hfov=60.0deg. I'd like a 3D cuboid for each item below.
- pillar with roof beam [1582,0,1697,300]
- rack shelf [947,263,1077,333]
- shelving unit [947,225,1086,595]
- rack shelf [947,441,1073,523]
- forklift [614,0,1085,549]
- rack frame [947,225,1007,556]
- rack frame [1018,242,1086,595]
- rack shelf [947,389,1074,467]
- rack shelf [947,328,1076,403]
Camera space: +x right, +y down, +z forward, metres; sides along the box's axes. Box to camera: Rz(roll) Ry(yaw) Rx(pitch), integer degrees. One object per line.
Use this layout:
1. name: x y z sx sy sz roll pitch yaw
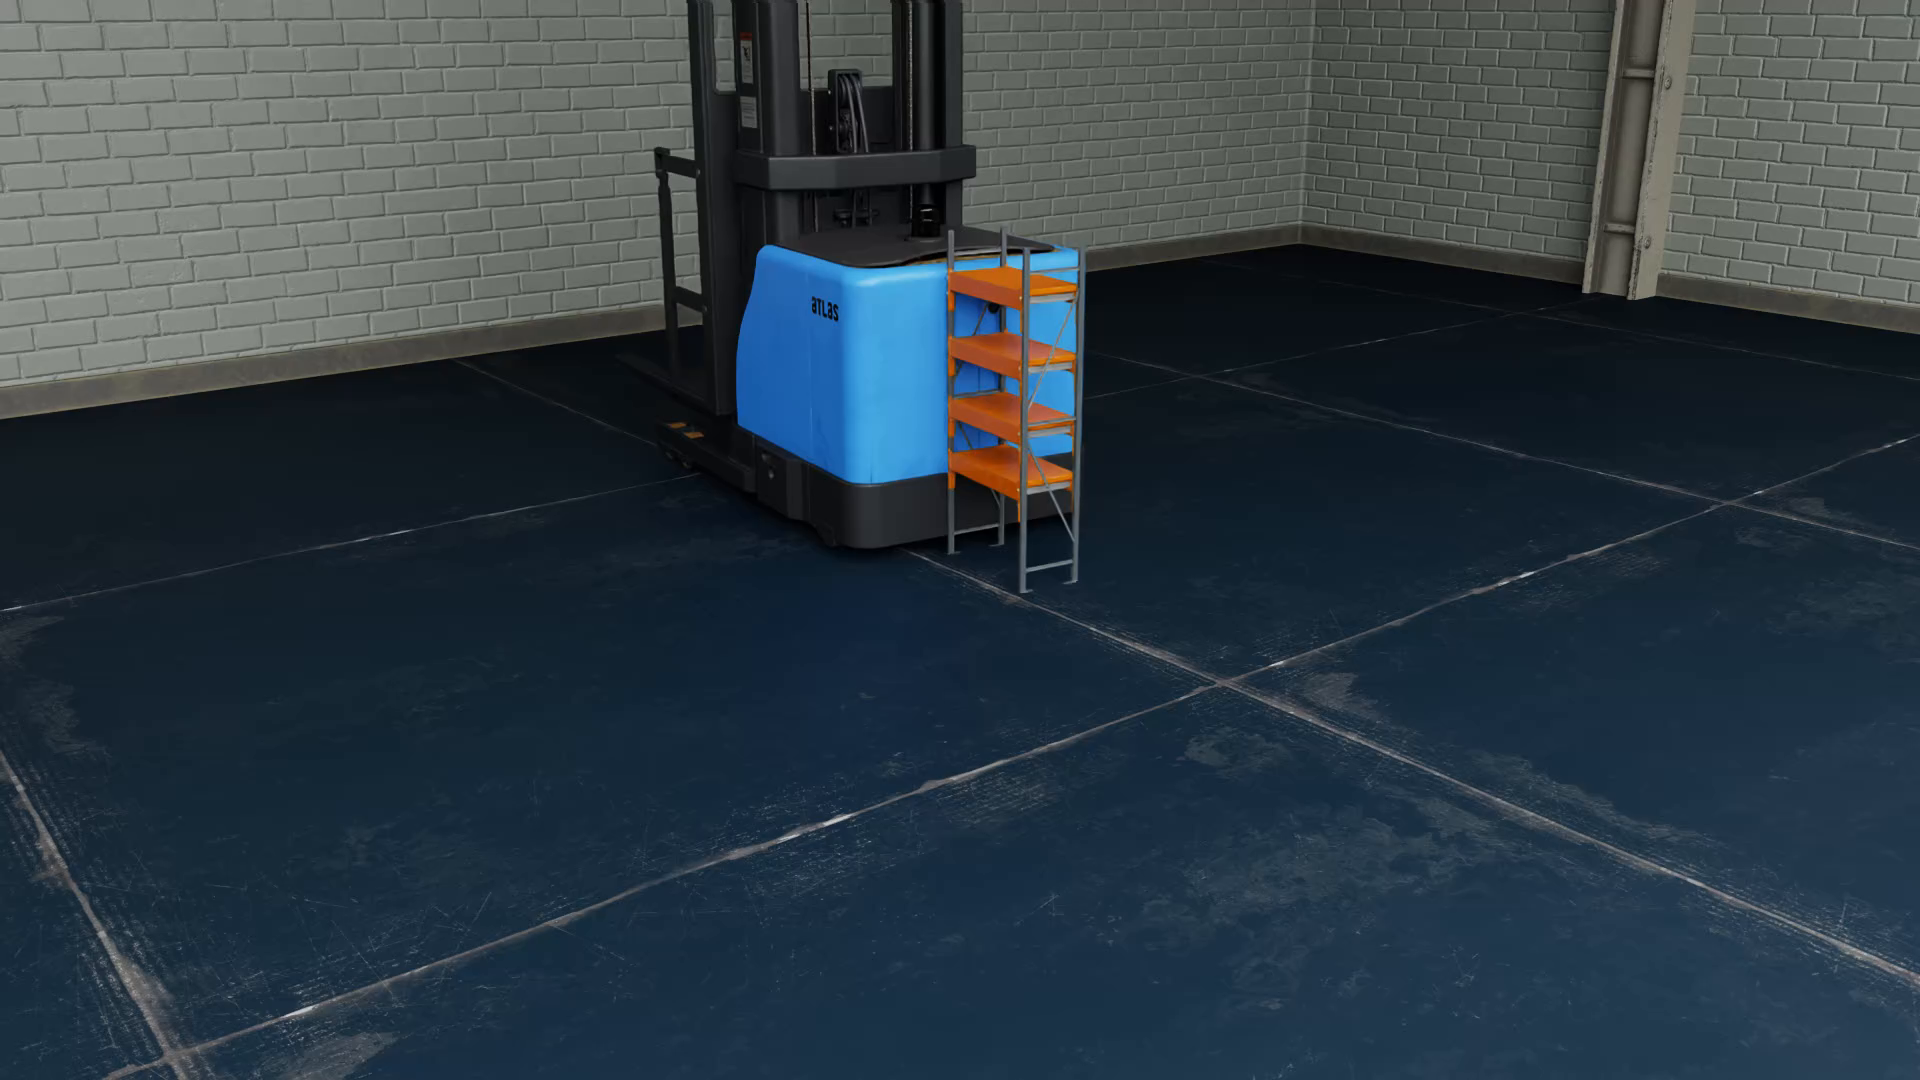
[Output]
1. pillar with roof beam: 1.191 -5.137 7.562 9.100 9.000 0.400 -14 23 -36
2. rack shelf: 0.186 -0.839 5.739 0.258 0.148 0.480 -11 21 -29
3. shelving unit: 0.186 -0.466 5.862 0.258 1.200 0.503 -11 21 -29
4. rack shelf: 0.186 -0.214 5.946 0.258 0.148 0.480 -11 21 -29
5. forklift: -0.703 -1.771 7.048 1.130 2.935 3.031 -11 21 -29
6. rack frame: 0.061 -0.532 6.061 0.240 1.200 0.015 -11 21 -29
7. rack frame: 0.311 -0.401 5.663 0.240 1.200 0.015 -11 21 -29
8. rack shelf: 0.186 -0.403 5.883 0.258 0.148 0.480 -11 21 -29
9. rack shelf: 0.186 -0.615 5.813 0.258 0.148 0.480 -11 21 -29
